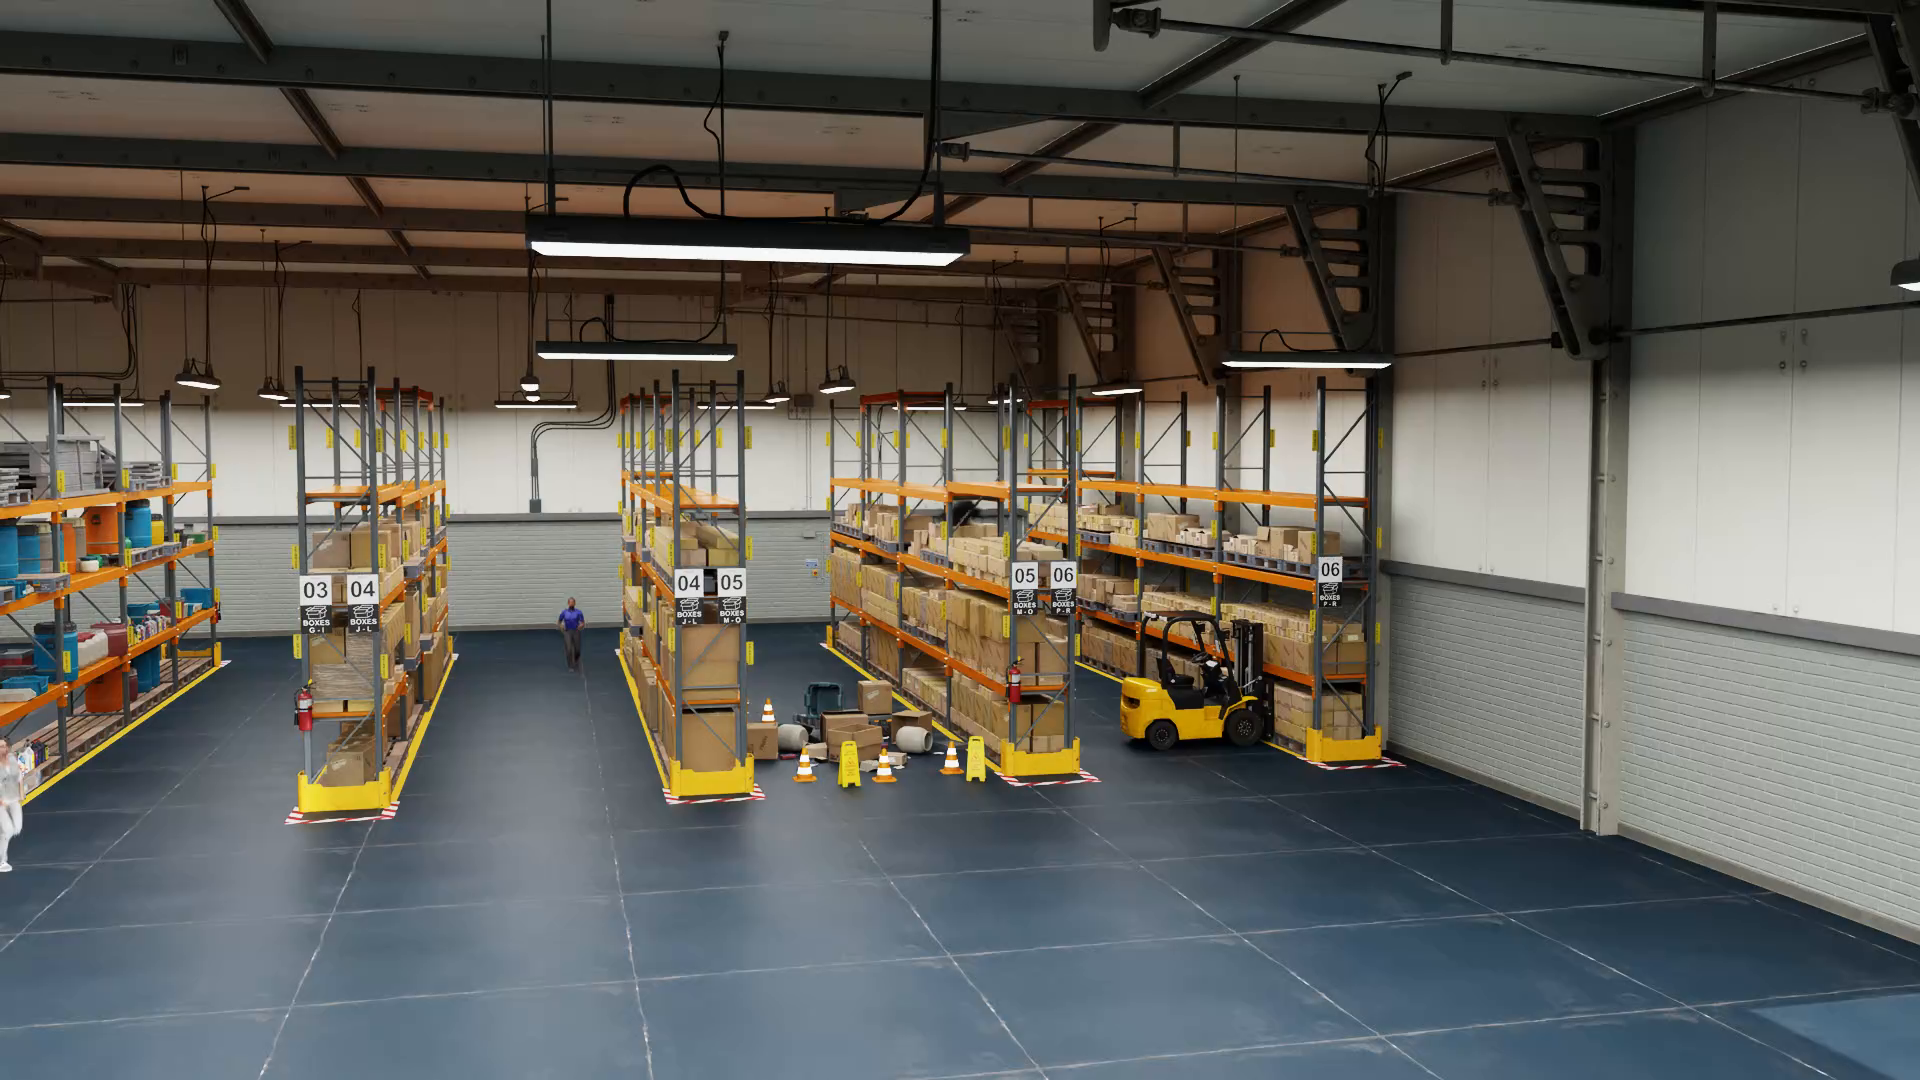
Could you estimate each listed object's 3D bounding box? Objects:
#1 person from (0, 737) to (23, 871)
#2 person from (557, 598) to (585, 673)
[{"bbox_3d":[-11.219,3.082,19.437,0.610,1.554,0.554,2,4,25],"label":"person"},{"bbox_3d":[-8.409,2.049,35.981,0.580,1.607,0.701,-1,4,-14],"label":"person"}]
